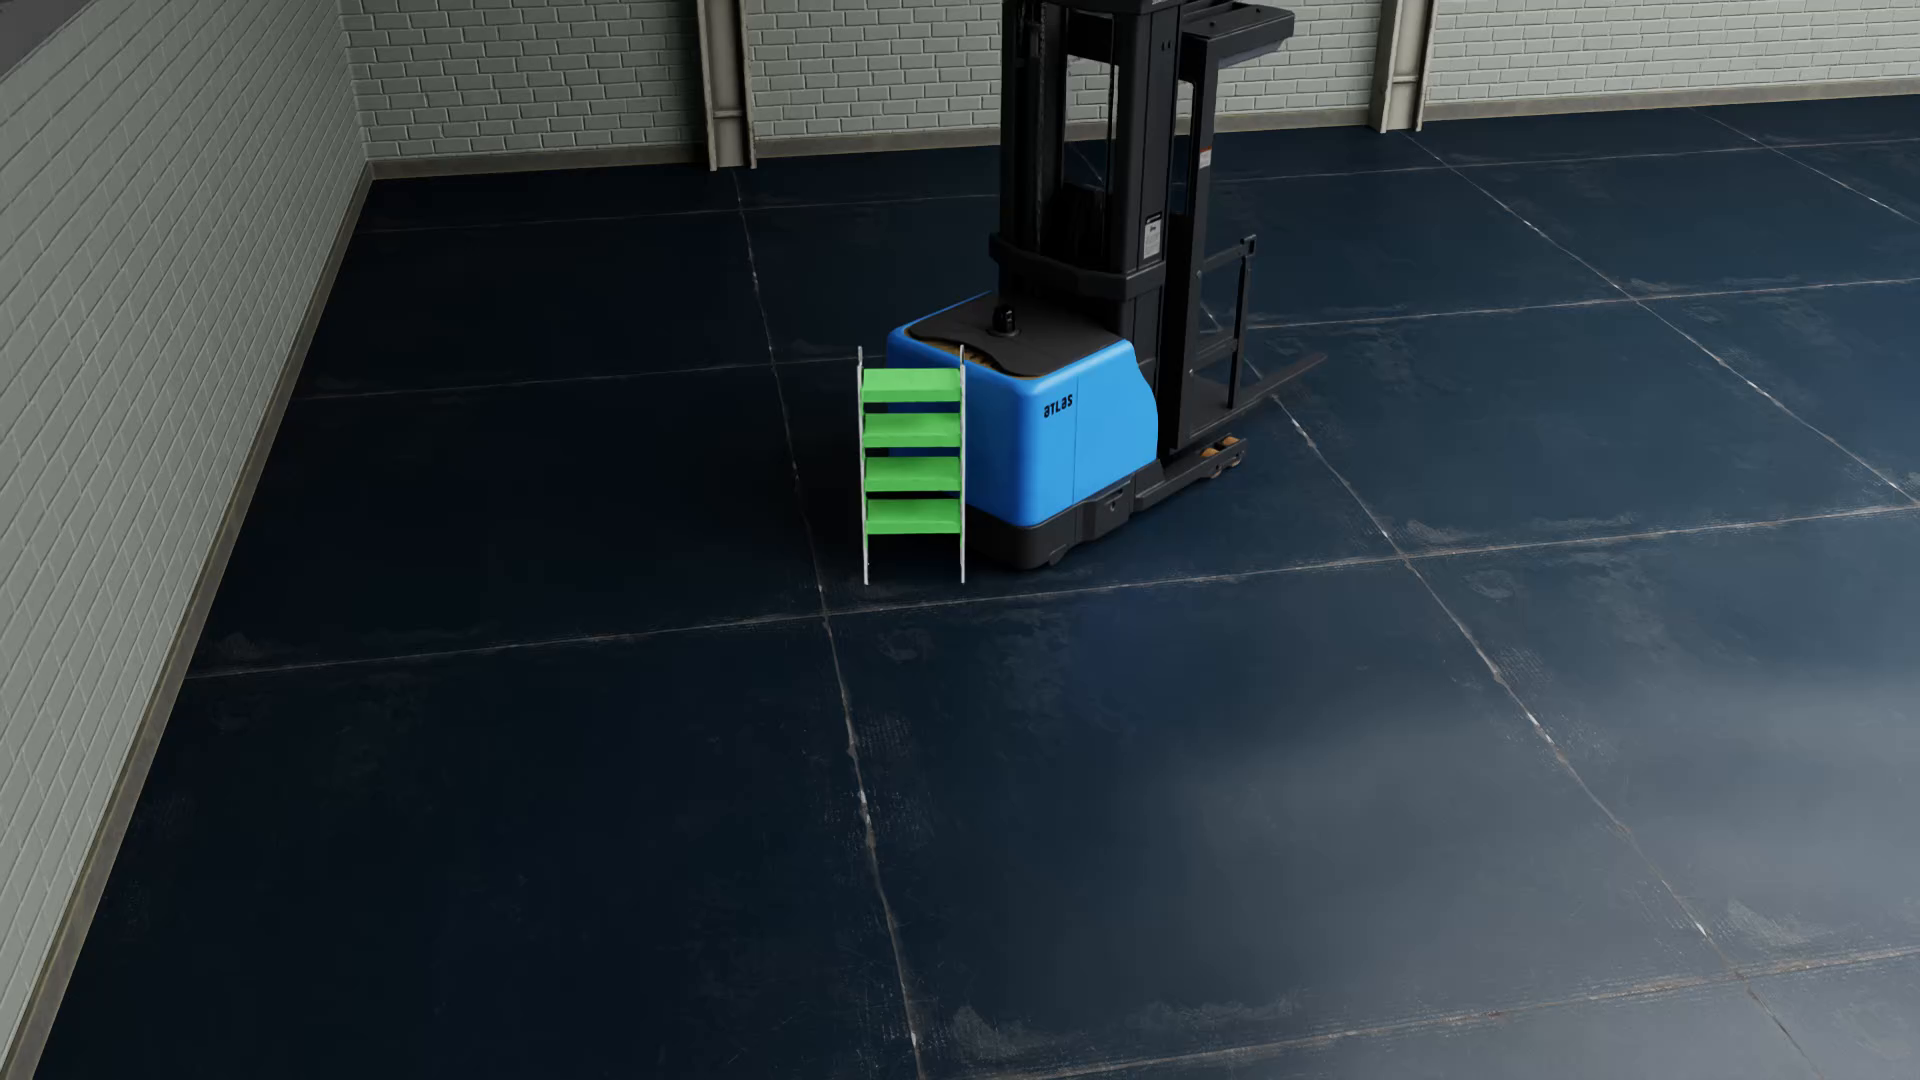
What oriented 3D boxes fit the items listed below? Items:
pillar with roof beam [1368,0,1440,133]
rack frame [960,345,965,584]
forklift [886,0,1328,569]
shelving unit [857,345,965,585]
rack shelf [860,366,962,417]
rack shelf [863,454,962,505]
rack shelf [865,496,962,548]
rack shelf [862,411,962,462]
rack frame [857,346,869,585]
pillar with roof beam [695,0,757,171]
[{"bbox_3d":[4.729,-5.495,9.218,0.400,9.000,9.100,-5,31,-9],"label":"pillar with roof beam"},{"bbox_3d":[0.012,-0.357,8.173,0.015,1.200,0.240,-1,30,-1],"label":"rack frame"},{"bbox_3d":[0.987,-1.771,8.870,1.130,2.935,3.031,26,39,36],"label":"forklift"},{"bbox_3d":[-0.232,-0.354,8.168,0.503,1.200,0.258,-1,30,-1],"label":"shelving unit"},{"bbox_3d":[-0.232,-0.712,7.957,0.480,0.148,0.258,-1,30,-1],"label":"rack shelf"},{"bbox_3d":[-0.232,-0.299,8.200,0.480,0.148,0.258,-1,30,-1],"label":"rack shelf"},{"bbox_3d":[-0.232,-0.092,8.322,0.480,0.148,0.258,-1,30,-1],"label":"rack shelf"},{"bbox_3d":[-0.232,-0.506,8.079,0.480,0.148,0.258,-1,30,-1],"label":"rack shelf"},{"bbox_3d":[-0.476,-0.351,8.163,0.015,1.200,0.240,-1,30,-1],"label":"rack frame"},{"bbox_3d":[-1.173,-4.948,8.286,0.400,9.000,9.100,-5,31,-9],"label":"pillar with roof beam"}]
